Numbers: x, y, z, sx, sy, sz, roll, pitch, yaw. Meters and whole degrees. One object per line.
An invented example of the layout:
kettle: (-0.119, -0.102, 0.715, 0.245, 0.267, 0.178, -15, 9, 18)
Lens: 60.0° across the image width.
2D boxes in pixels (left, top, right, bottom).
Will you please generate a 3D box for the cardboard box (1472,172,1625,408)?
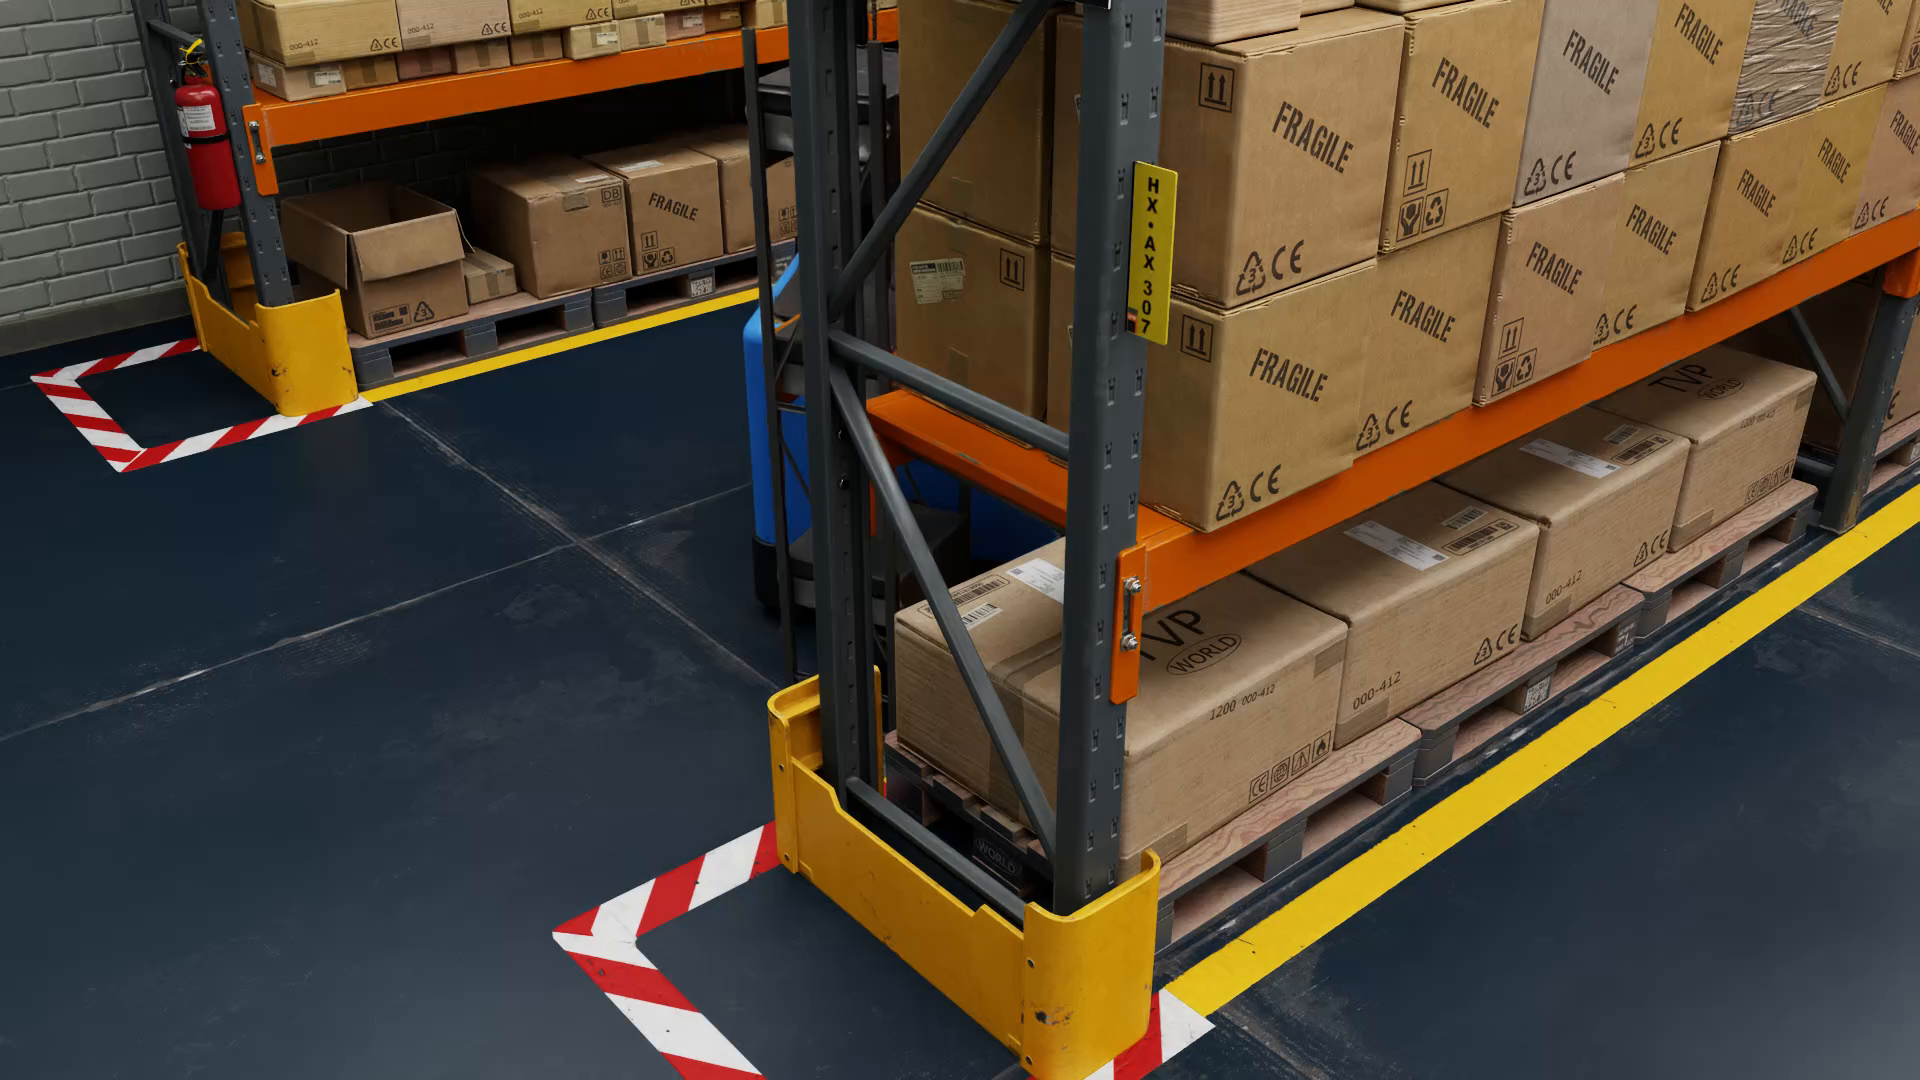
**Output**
cardboard box: (1.311, -0.708, 4.286, 0.500, 0.500, 0.500, -22, 35, -35)

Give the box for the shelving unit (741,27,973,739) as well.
shelving unit: (-0.260, -0.449, 4.855, 0.431, 2.100, 0.503, 13, 31, 23)

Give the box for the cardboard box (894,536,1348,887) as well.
cardboard box: (0.432, 0.401, 4.590, 0.875, 0.438, 0.875, -23, 36, -37)

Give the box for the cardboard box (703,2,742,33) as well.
cardboard box: (-1.294, -2.636, 8.267, 0.250, 0.149, 0.380, -21, 35, -34)

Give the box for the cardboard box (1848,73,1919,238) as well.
cardboard box: (2.850, -1.340, 5.470, 0.500, 0.500, 0.500, -22, 35, -34)

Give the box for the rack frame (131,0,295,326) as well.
rack frame: (-3.230, -2.085, 6.969, 0.127, 3.000, 1.000, -22, 35, -35)

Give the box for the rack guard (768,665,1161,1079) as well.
rack guard: (-0.024, 0.804, 4.216, 0.348, 0.500, 1.175, -22, 35, -35)

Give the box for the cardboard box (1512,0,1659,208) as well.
cardboard box: (1.319, -1.157, 4.065, 0.500, 0.500, 0.500, -22, 35, -35)

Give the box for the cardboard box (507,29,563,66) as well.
cardboard box: (-2.031, -2.302, 7.642, 0.250, 0.149, 0.380, -21, 35, -34)

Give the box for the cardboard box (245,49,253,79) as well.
cardboard box: (-3.152, -2.172, 7.398, 0.250, 0.149, 0.380, -22, 35, -35)

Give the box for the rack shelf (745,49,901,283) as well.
rack shelf: (-0.264, -1.051, 4.525, 0.431, 0.518, 0.480, 13, 31, 23)

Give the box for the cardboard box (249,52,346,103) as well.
cardboard box: (-2.802, -1.976, 7.032, 0.250, 0.149, 0.380, -22, 35, -35)

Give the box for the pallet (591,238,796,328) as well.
pallet: (-1.639, -1.494, 8.821, 1.213, 0.211, 1.003, -22, 35, -35)

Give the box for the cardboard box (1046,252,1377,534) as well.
cardboard box: (0.546, -0.394, 3.699, 0.500, 0.500, 0.500, -22, 35, -35)

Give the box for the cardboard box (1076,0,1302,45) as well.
cardboard box: (0.444, -1.087, 3.246, 0.250, 0.149, 0.380, -21, 35, -34)

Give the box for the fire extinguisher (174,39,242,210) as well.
fire extinguisher: (-3.042, -1.676, 6.680, 0.183, 0.674, 0.296, -22, 35, -35)

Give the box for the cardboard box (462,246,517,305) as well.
cardboard box: (-2.355, -1.282, 8.045, 0.250, 0.149, 0.380, -24, 36, -37)

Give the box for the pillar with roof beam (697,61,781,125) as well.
pillar with roof beam: (1.492, -4.521, 5.162, 0.400, 9.000, 9.100, -22, 35, -35)

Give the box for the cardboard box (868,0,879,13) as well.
cardboard box: (-0.632, -2.834, 8.637, 0.250, 0.149, 0.380, -21, 34, -34)

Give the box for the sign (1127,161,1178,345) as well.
sign: (0.350, -0.522, 3.042, 0.005, 0.325, 0.100, -22, 35, -35)

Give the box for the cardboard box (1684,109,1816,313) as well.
cardboard box: (2.090, -1.022, 4.874, 0.500, 0.500, 0.500, -23, 35, -36)

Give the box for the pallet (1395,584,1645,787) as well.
pallet: (1.479, 0.280, 5.503, 1.213, 0.211, 1.003, -22, 35, -35)

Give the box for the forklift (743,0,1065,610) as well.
forklift: (0.017, -1.675, 6.275, 1.130, 2.935, 3.031, 4, 28, 7)

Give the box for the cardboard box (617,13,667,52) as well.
cardboard box: (-1.603, -2.440, 7.900, 0.250, 0.149, 0.380, -21, 35, -34)

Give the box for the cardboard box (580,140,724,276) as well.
cardboard box: (-1.561, -1.694, 8.444, 0.500, 0.500, 0.500, -21, 35, -34)

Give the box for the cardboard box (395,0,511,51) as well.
cardboard box: (-2.327, -2.346, 7.302, 0.500, 0.250, 0.500, -21, 35, -34)

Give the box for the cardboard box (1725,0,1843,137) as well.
cardboard box: (2.085, -1.460, 4.633, 0.500, 0.500, 0.500, -21, 35, -34)

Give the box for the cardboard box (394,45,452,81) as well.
cardboard box: (-2.461, -2.163, 7.382, 0.250, 0.149, 0.380, -22, 35, -36)

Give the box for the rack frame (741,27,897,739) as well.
rack frame: (-0.368, -0.343, 4.663, 0.400, 2.100, 0.015, 13, 31, 23)

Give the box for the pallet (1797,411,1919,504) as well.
pallet: (3.575, -0.563, 7.080, 1.213, 0.211, 1.003, -22, 35, -35)

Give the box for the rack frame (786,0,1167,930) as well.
rack frame: (-0.006, -0.306, 3.640, 0.127, 3.000, 1.000, -22, 35, -35)

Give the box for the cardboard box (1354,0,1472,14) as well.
cardboard box: (0.869, -1.231, 3.515, 0.250, 0.149, 0.380, -21, 34, -33)

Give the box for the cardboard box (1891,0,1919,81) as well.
cardboard box: (2.858, -1.772, 5.216, 0.500, 0.500, 0.500, -22, 35, -35)

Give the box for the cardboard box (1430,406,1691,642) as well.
cardboard box: (1.809, -0.157, 5.635, 0.875, 0.438, 0.875, -23, 36, -36)

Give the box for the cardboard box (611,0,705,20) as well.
cardboard box: (-1.568, -2.667, 7.901, 0.500, 0.250, 0.500, -23, 36, -36)

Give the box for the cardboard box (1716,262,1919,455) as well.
cardboard box: (3.457, -0.996, 6.741, 0.875, 0.875, 0.875, -21, 34, -33)

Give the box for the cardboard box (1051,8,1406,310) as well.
cardboard box: (0.544, -0.836, 3.465, 0.500, 0.500, 0.500, -23, 36, -36)

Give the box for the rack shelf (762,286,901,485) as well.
rack shelf: (-0.260, -0.437, 4.861, 0.431, 0.518, 0.480, 13, 31, 23)
